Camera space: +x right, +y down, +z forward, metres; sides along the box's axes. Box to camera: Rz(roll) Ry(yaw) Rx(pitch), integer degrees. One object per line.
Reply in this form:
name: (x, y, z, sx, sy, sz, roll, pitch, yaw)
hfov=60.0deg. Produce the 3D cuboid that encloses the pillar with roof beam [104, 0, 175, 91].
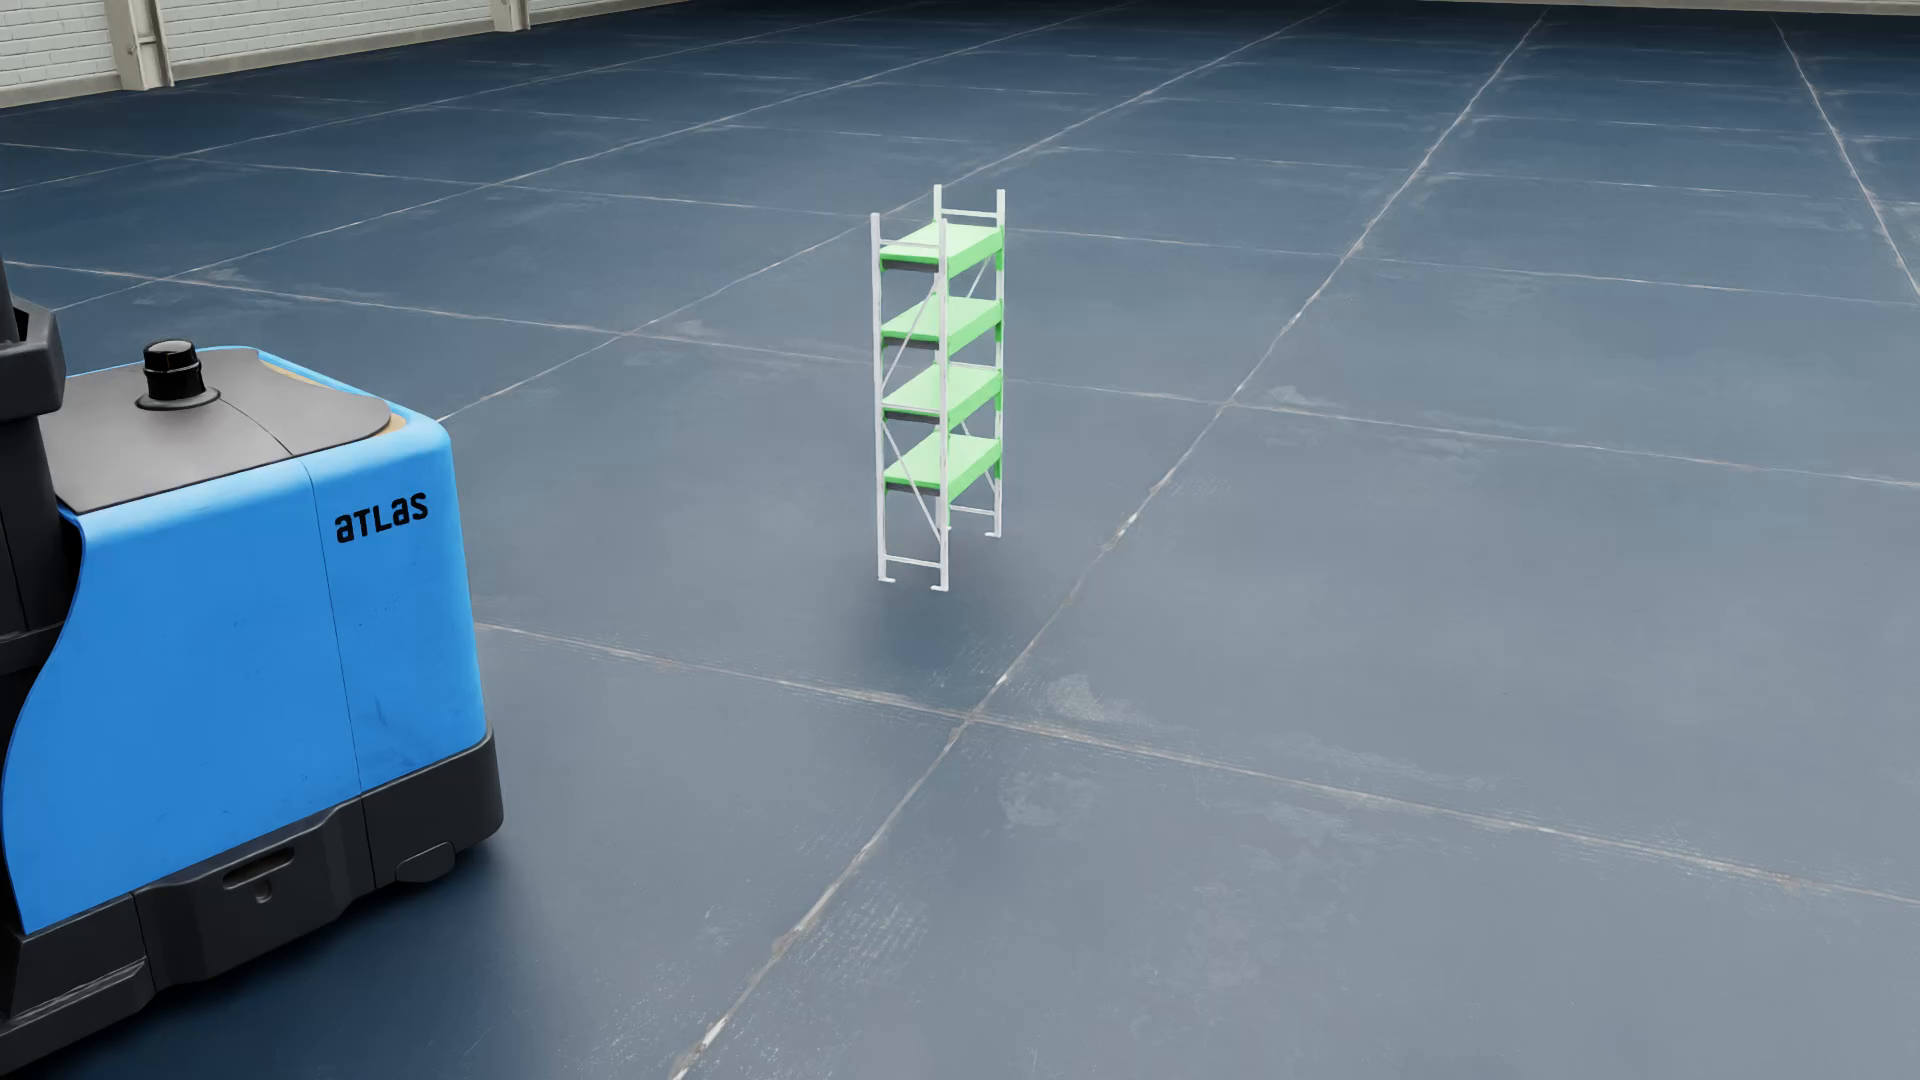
pillar with roof beam: (-4.065, -8.028, 13.295, 9.100, 9.000, 0.400, 9, 24, 20)

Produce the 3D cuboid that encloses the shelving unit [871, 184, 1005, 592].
shelving unit: (-0.061, -0.494, 5.377, 0.258, 1.200, 0.503, 9, 24, 20)

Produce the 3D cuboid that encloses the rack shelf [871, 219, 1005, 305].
rack shelf: (-0.062, -0.878, 5.217, 0.258, 0.148, 0.480, 9, 24, 20)

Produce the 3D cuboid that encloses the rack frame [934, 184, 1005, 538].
rack frame: (0.029, -0.582, 5.586, 0.240, 1.200, 0.015, 9, 24, 20)

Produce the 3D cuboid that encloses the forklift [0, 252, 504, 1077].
forklift: (-2.452, -0.320, 2.715, 1.130, 2.935, 3.031, 19, 30, 39)

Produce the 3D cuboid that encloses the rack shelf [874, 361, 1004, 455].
rack shelf: (-0.061, -0.435, 5.402, 0.258, 0.148, 0.480, 9, 24, 20)

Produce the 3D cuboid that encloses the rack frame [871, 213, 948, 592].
rack frame: (-0.152, -0.407, 5.168, 0.240, 1.200, 0.015, 9, 24, 20)

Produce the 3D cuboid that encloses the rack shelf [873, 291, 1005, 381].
rack shelf: (-0.062, -0.657, 5.309, 0.258, 0.148, 0.480, 9, 24, 20)

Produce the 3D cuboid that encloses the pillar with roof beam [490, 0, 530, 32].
pillar with roof beam: (-1.837, -10.176, 18.436, 9.100, 9.000, 0.400, 9, 24, 20)

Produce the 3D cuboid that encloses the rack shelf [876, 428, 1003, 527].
rack shelf: (-0.061, -0.214, 5.494, 0.258, 0.148, 0.480, 9, 24, 20)
